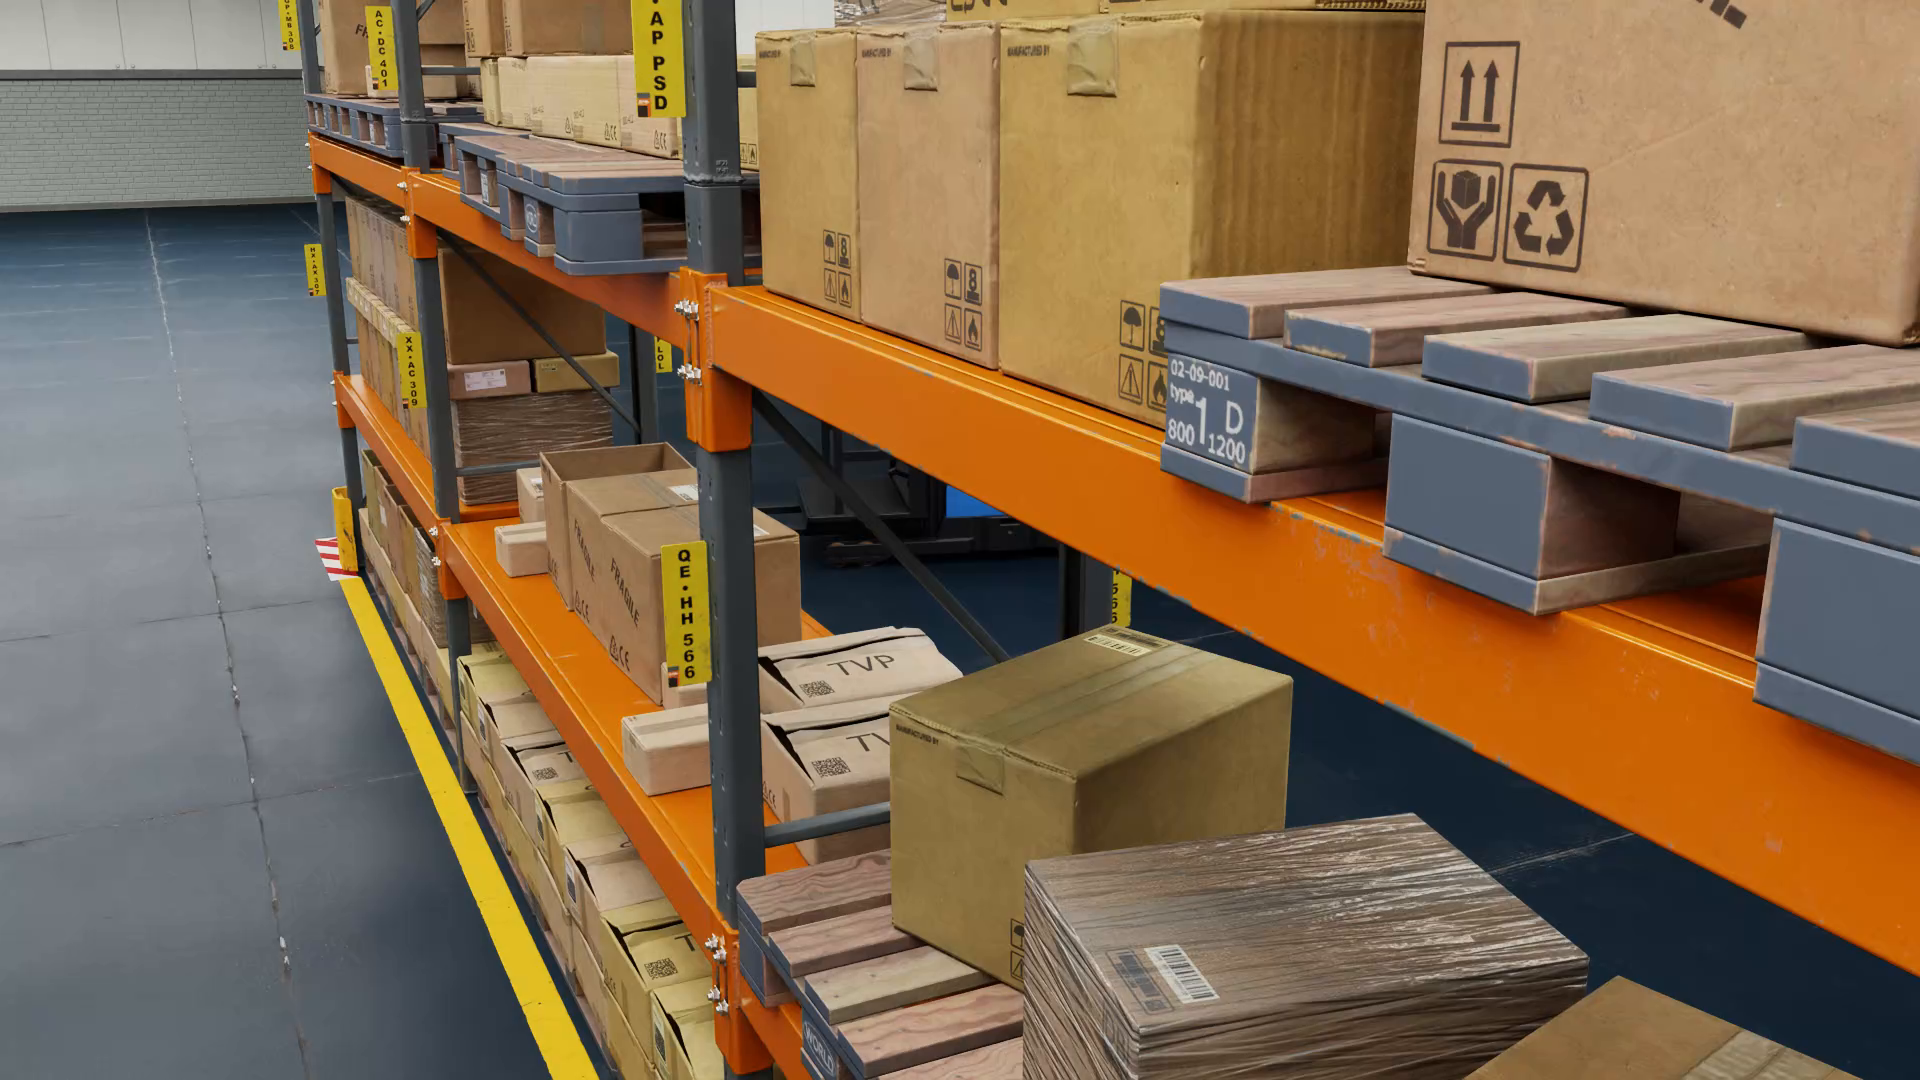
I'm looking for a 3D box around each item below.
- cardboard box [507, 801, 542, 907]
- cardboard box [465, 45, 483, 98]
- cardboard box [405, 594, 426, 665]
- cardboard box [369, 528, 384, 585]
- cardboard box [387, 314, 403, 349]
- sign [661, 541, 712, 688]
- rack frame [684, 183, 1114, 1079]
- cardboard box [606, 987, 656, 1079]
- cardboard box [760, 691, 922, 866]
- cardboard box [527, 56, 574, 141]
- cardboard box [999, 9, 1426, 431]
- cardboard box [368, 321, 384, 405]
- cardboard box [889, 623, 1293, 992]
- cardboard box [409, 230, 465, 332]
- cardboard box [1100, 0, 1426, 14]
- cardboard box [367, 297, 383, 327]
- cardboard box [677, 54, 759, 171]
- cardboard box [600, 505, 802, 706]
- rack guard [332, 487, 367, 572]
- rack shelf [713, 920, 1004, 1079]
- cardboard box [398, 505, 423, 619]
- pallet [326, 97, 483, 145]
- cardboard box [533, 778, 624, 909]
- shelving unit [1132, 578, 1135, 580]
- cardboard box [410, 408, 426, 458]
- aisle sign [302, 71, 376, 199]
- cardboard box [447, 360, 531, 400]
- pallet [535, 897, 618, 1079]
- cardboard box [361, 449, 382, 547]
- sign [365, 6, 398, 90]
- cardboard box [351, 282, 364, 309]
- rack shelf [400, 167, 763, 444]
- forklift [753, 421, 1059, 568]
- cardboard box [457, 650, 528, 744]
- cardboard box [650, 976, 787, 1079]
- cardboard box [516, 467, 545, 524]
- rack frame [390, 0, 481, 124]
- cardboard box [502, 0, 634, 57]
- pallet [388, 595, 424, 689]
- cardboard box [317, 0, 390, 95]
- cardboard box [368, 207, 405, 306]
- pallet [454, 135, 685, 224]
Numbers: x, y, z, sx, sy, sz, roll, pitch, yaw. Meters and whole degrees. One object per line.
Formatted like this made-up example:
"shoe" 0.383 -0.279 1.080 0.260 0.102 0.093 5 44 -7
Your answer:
"cardboard box" -1.447 1.166 6.474 0.500 0.250 0.500 -8 18 -27
"cardboard box" -2.073 -2.298 8.029 0.500 0.311 0.500 -9 18 -28
"cardboard box" -2.695 0.445 8.987 0.500 0.250 0.500 -8 18 -25
"cardboard box" -3.348 0.072 10.285 0.500 0.250 0.500 -8 18 -25
"cardboard box" -2.839 -1.121 8.862 0.380 0.149 0.250 -7 17 -23
"sign" -0.598 0.164 3.642 0.100 0.325 0.005 -8 18 -25
"rack frame" -0.101 0.653 4.038 1.000 3.000 0.127 -8 18 -25
"cardboard box" -0.779 1.544 5.155 0.500 0.250 0.500 -8 18 -26
"cardboard box" -0.221 0.600 4.383 0.500 0.311 0.500 -6 17 -21
"cardboard box" -1.070 -1.429 5.366 0.500 0.250 0.500 -9 18 -30
"cardboard box" 0.572 -0.478 2.358 0.910 0.500 0.500 -8 18 -25
"cardboard box" -3.178 -1.132 10.076 0.700 0.500 0.500 -7 17 -23
"cardboard box" 0.277 0.545 3.470 0.500 0.500 0.700 15 22 42
"cardboard box" -2.275 -1.245 8.119 0.700 0.500 0.500 -8 18 -25
"cardboard box" 0.532 -0.956 2.212 0.500 0.500 0.500 -8 18 -25
"cardboard box" -3.173 -1.312 9.526 0.380 0.149 0.250 -8 18 -27
"cardboard box" -0.350 -1.025 3.956 0.500 0.250 0.500 -9 18 -29
"cardboard box" -0.850 0.191 5.467 0.500 0.500 0.500 -9 18 -28
"rack guard" -3.616 -0.135 11.316 1.175 0.500 0.348 -8 18 -25
"rack shelf" 0.776 1.494 2.409 1.077 0.370 4.000 -8 18 -25
"cardboard box" -2.684 0.083 8.888 0.500 0.500 0.500 -8 18 -25
"pallet" -2.780 -2.249 8.872 1.003 0.211 1.213 -8 18 -25
"cardboard box" -1.221 1.025 5.949 0.500 0.311 0.500 -7 17 -23
"shelving unit" 1.168 -0.830 10.819 0.431 2.100 0.503 -8 19 -26
"cardboard box" -2.506 -0.751 8.750 0.700 0.500 0.500 -7 18 -24
"aisle sign" -3.909 -2.560 10.520 0.394 0.787 0.004 -8 18 -25
"cardboard box" -2.165 -0.741 7.536 0.380 0.149 0.250 -8 18 -25
"pallet" -0.957 1.482 6.203 1.003 0.211 1.213 -8 18 -25
"cardboard box" -3.350 -0.288 10.180 0.500 0.500 0.500 -8 18 -25
"sign" -2.351 -2.000 6.763 0.100 0.325 0.005 -8 18 -25
"cardboard box" -3.509 -1.502 10.191 0.380 0.149 0.250 -8 18 -26
"rack shelf" -0.977 -0.939 5.452 1.077 0.370 4.000 -8 18 -25
"forklift" -0.622 -1.381 11.248 3.031 2.935 1.130 -3 16 -9
"cardboard box" -1.896 0.644 7.277 0.500 0.311 0.500 -8 18 -25
"cardboard box" -0.551 1.403 4.631 0.500 0.311 0.500 -7 17 -23
"cardboard box" -1.598 -0.150 7.108 0.500 0.250 0.500 -6 17 -21
"rack frame" -1.853 -3.223 6.667 1.000 3.000 0.127 -8 18 -25
"cardboard box" -1.348 -1.975 5.908 0.500 0.500 0.500 -6 17 -20
"pallet" -2.702 0.496 9.640 1.003 0.211 1.213 -8 18 -25
"cardboard box" -3.123 -2.645 8.896 0.500 0.500 0.500 -8 18 -25
"cardboard box" -2.932 -1.618 9.416 0.700 0.500 0.500 -8 18 -25
"pallet" -0.971 -1.133 5.164 1.003 0.211 1.213 -7 17 -22
